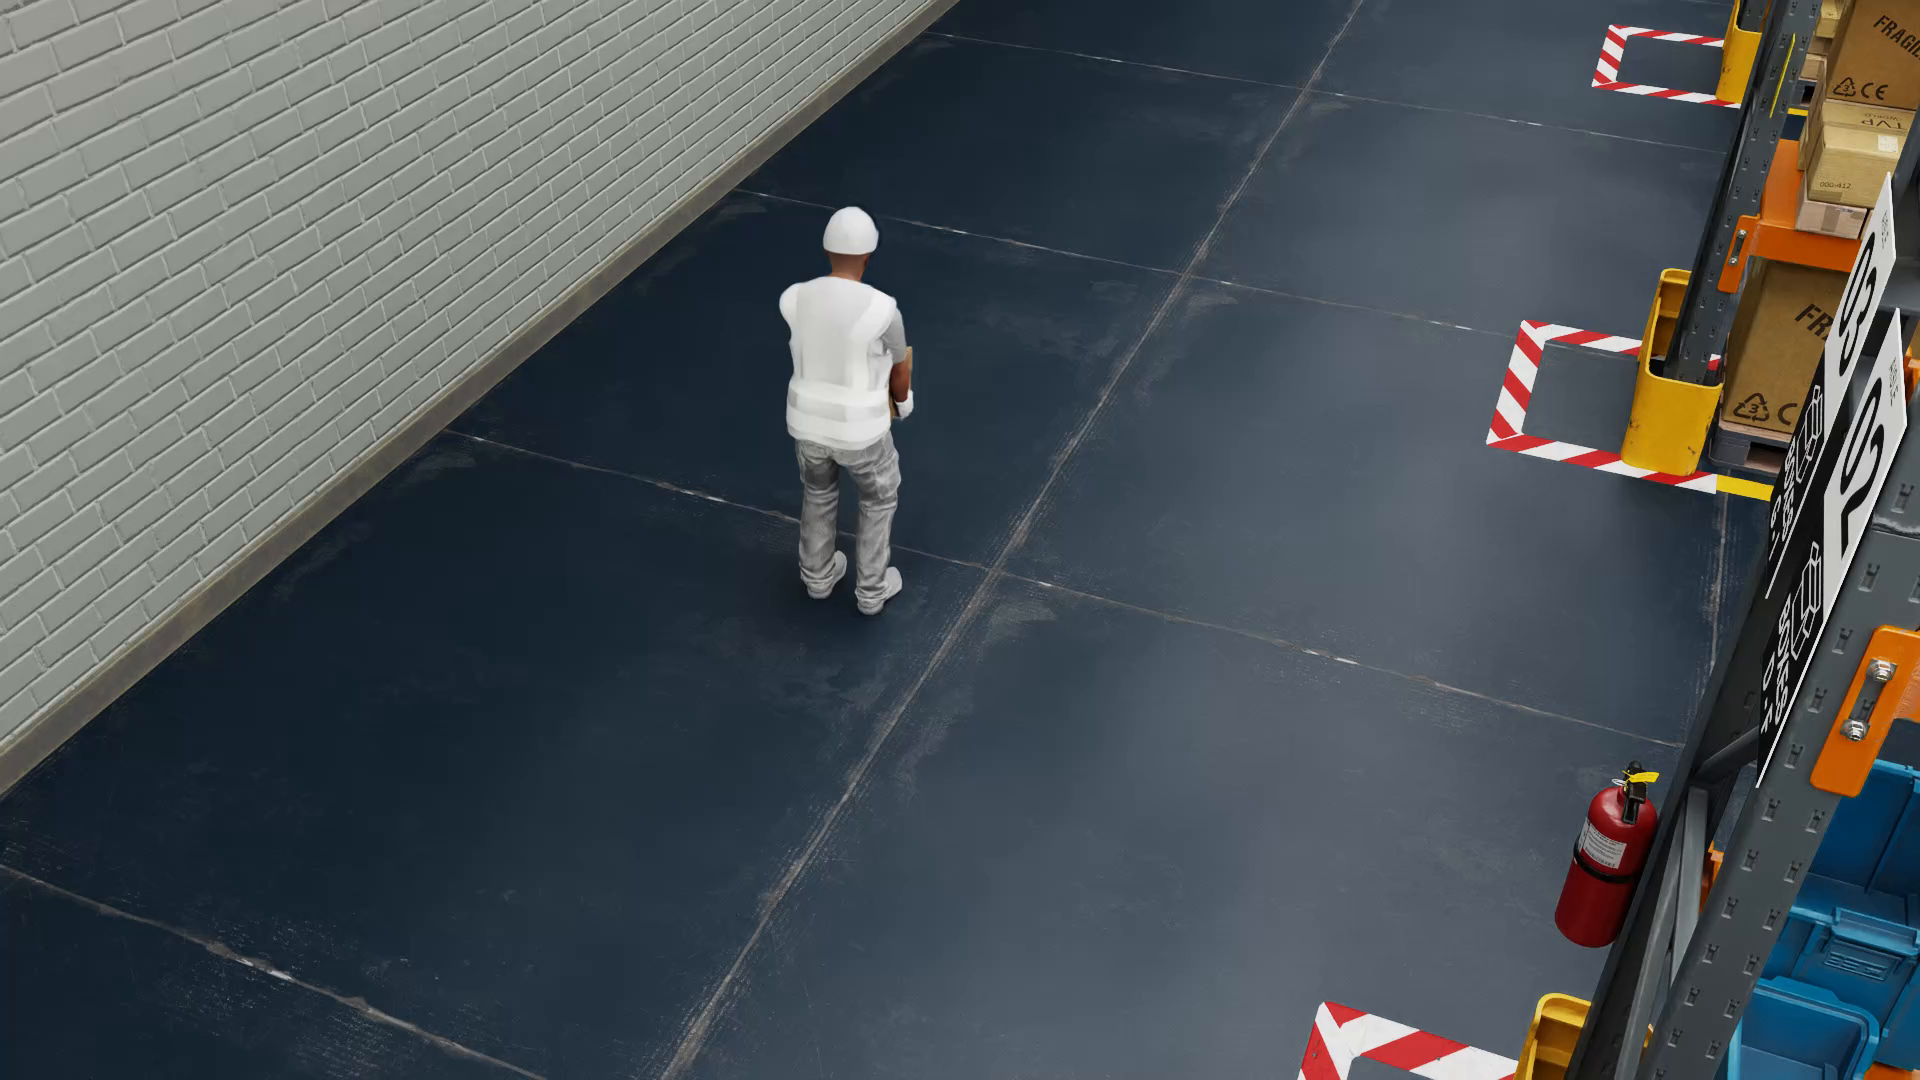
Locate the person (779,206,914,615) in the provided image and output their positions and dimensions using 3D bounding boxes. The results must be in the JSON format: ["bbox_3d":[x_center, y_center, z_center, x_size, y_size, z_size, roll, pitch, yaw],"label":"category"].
[{"bbox_3d":[-0.457,-0.526,6.859,0.488,1.744,0.610,13,39,17],"label":"person"}]
